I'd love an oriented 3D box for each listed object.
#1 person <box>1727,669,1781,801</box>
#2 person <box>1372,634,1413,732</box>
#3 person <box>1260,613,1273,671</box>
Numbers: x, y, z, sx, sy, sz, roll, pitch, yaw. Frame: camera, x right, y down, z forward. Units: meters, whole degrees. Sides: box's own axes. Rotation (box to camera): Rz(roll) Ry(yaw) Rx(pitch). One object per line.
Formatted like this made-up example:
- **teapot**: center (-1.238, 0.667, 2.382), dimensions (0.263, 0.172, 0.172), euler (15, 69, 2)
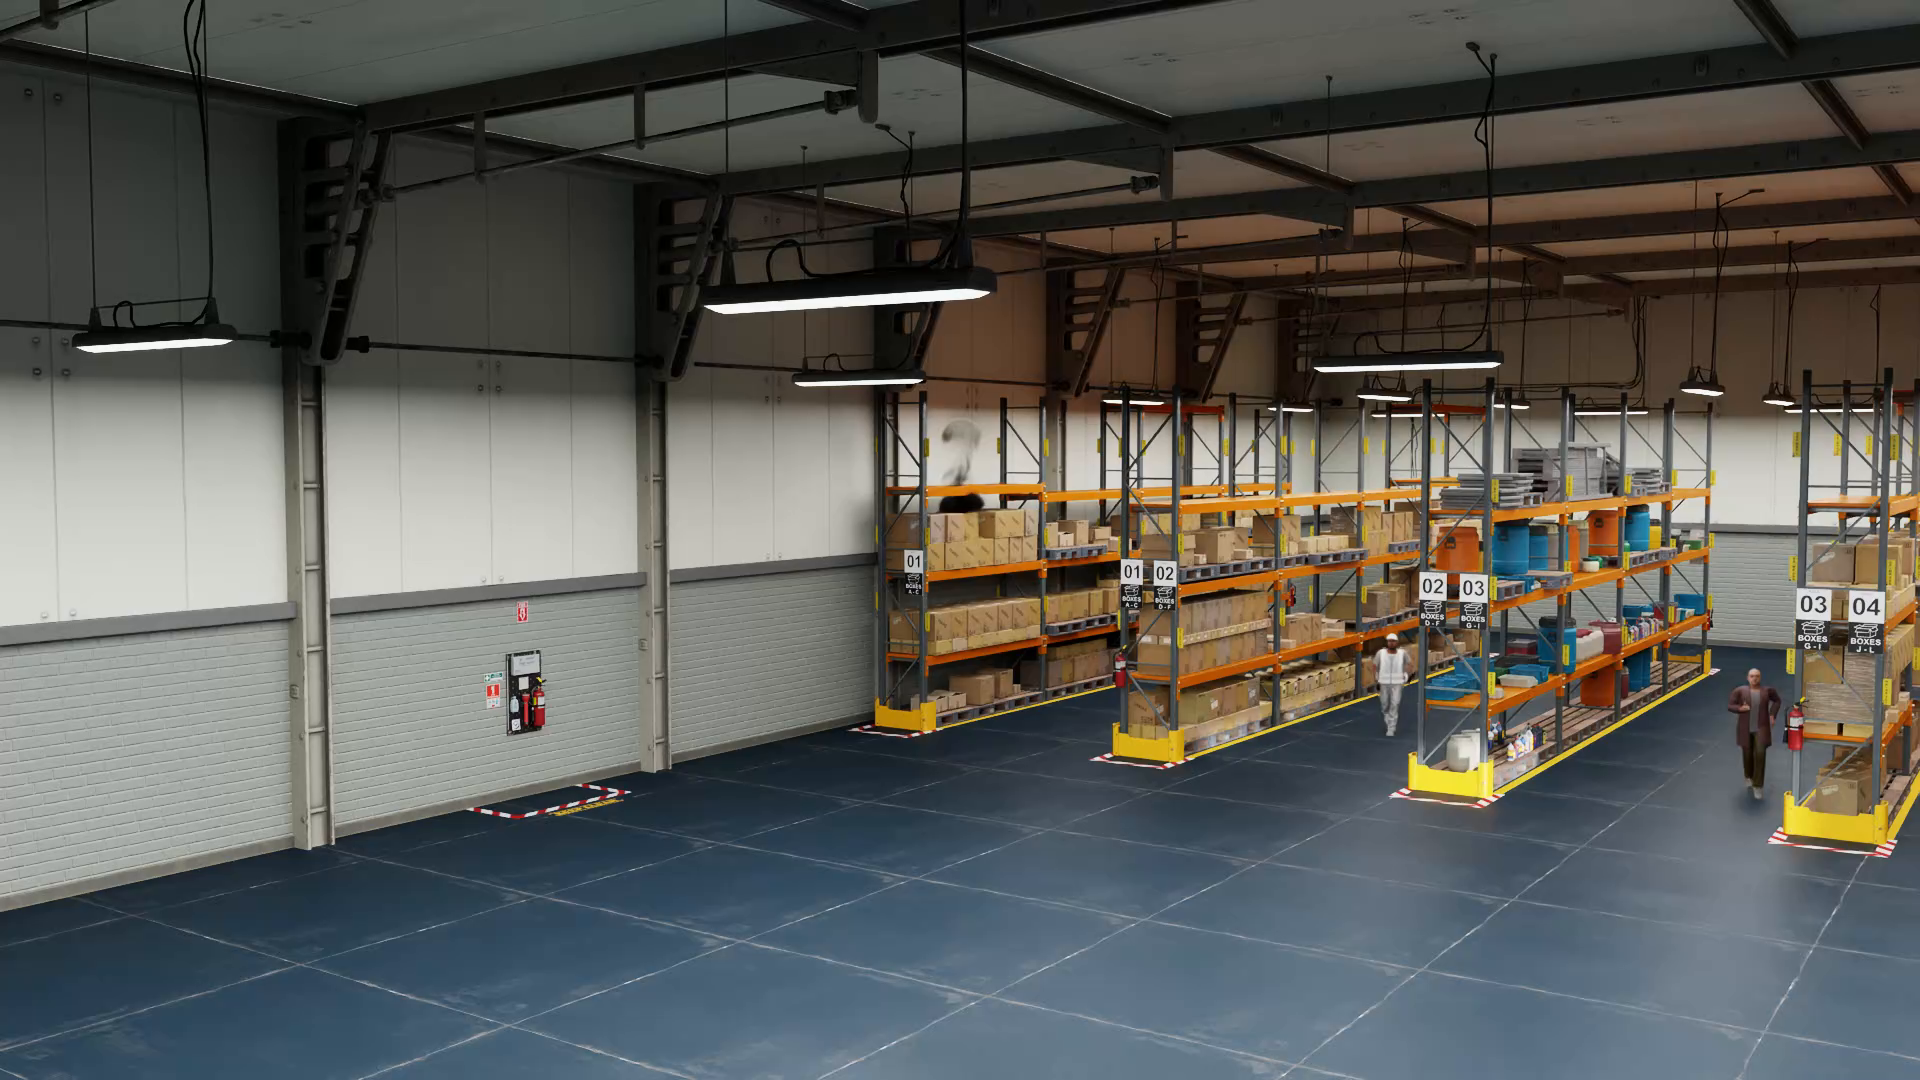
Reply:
- **person**: center (11.444, 2.765, 23.996), dimensions (0.697, 1.828, 0.916), euler (2, 4, 27)
- **person**: center (7.553, 2.481, 29.086), dimensions (0.683, 1.699, 0.723), euler (1, 3, 17)
- **person**: center (6.495, 2.278, 34.946), dimensions (0.530, 1.564, 0.859), euler (2, 4, 34)
